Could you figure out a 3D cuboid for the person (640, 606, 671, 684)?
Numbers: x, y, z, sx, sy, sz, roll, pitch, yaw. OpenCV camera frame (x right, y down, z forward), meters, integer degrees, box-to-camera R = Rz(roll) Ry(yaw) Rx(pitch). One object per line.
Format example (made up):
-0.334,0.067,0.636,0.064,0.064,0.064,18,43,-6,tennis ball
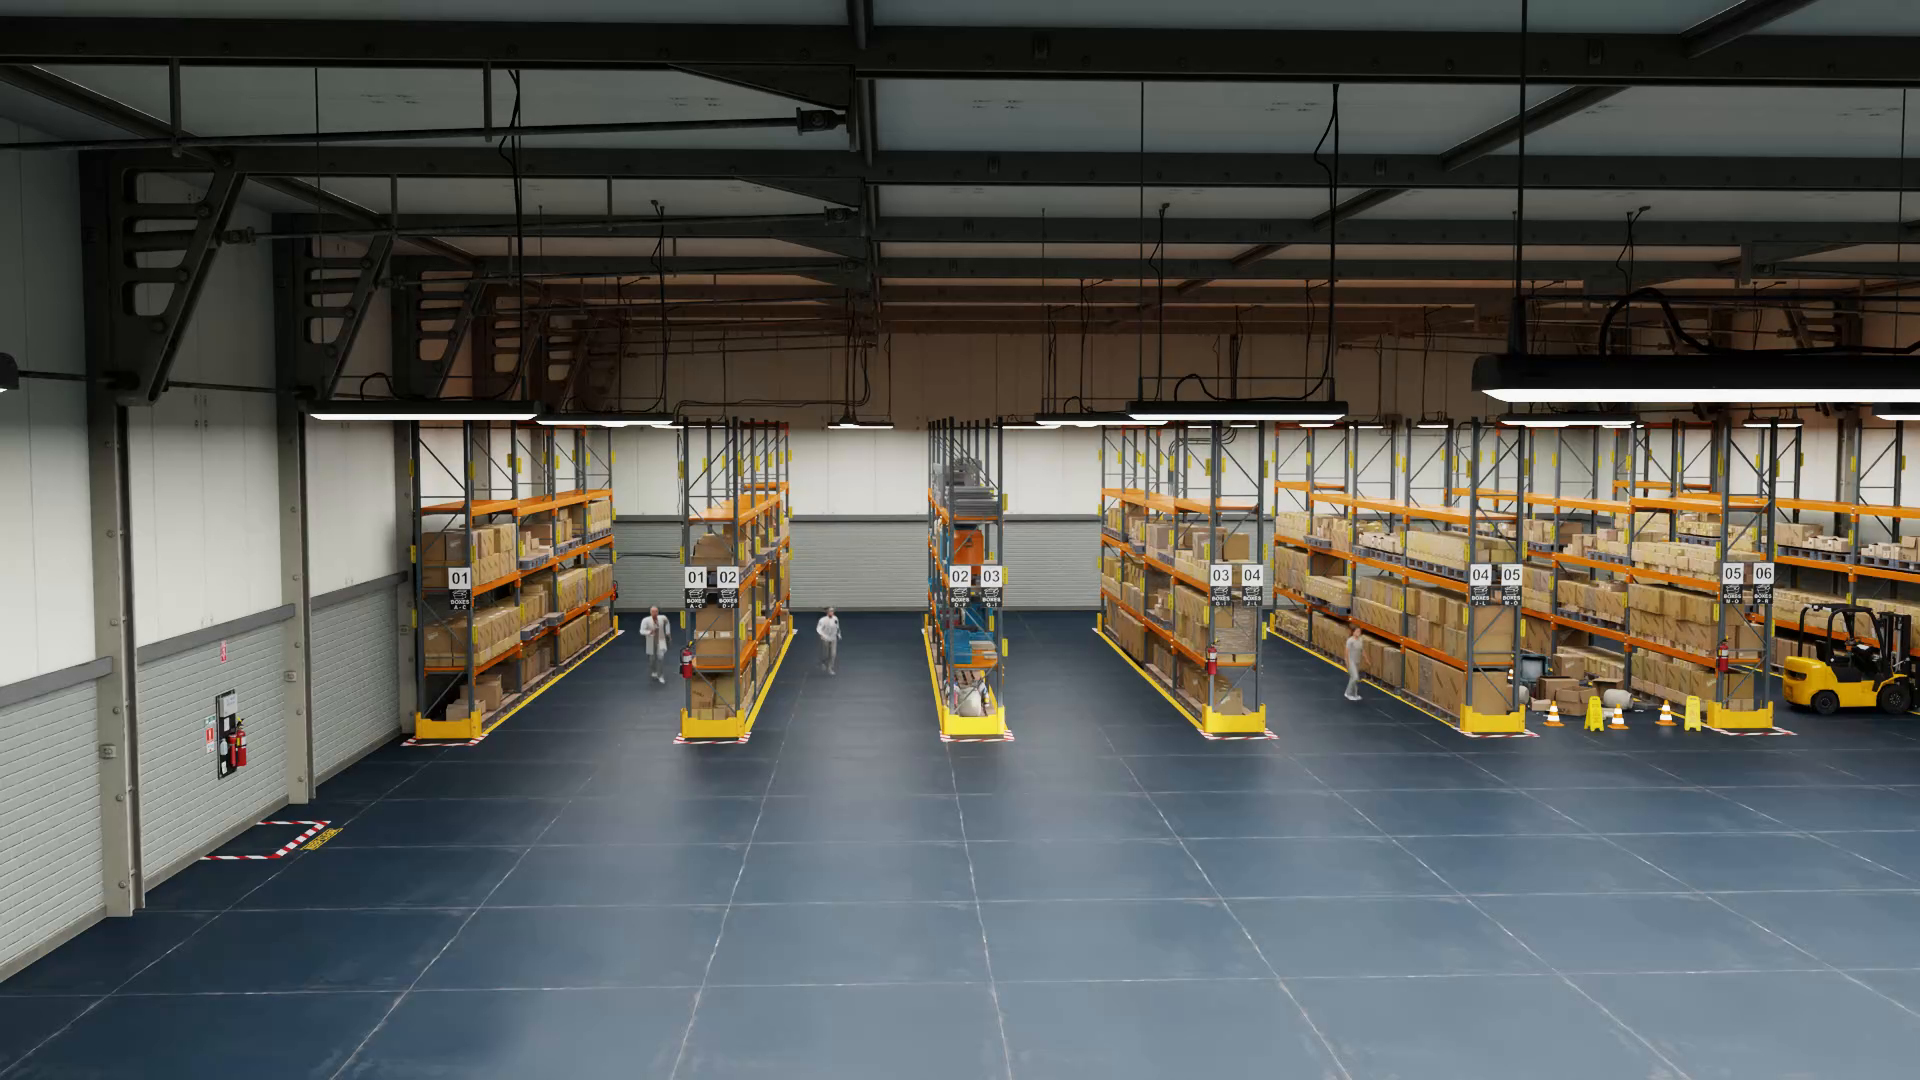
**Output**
-6.962,2.375,38.053,0.701,1.756,1.061,-1,4,-10,person

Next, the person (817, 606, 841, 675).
-3.124,2.346,39.291,0.611,1.649,0.753,-2,4,-23,person

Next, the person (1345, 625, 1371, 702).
8.372,2.604,35.344,0.554,1.644,0.584,-3,5,-37,person
